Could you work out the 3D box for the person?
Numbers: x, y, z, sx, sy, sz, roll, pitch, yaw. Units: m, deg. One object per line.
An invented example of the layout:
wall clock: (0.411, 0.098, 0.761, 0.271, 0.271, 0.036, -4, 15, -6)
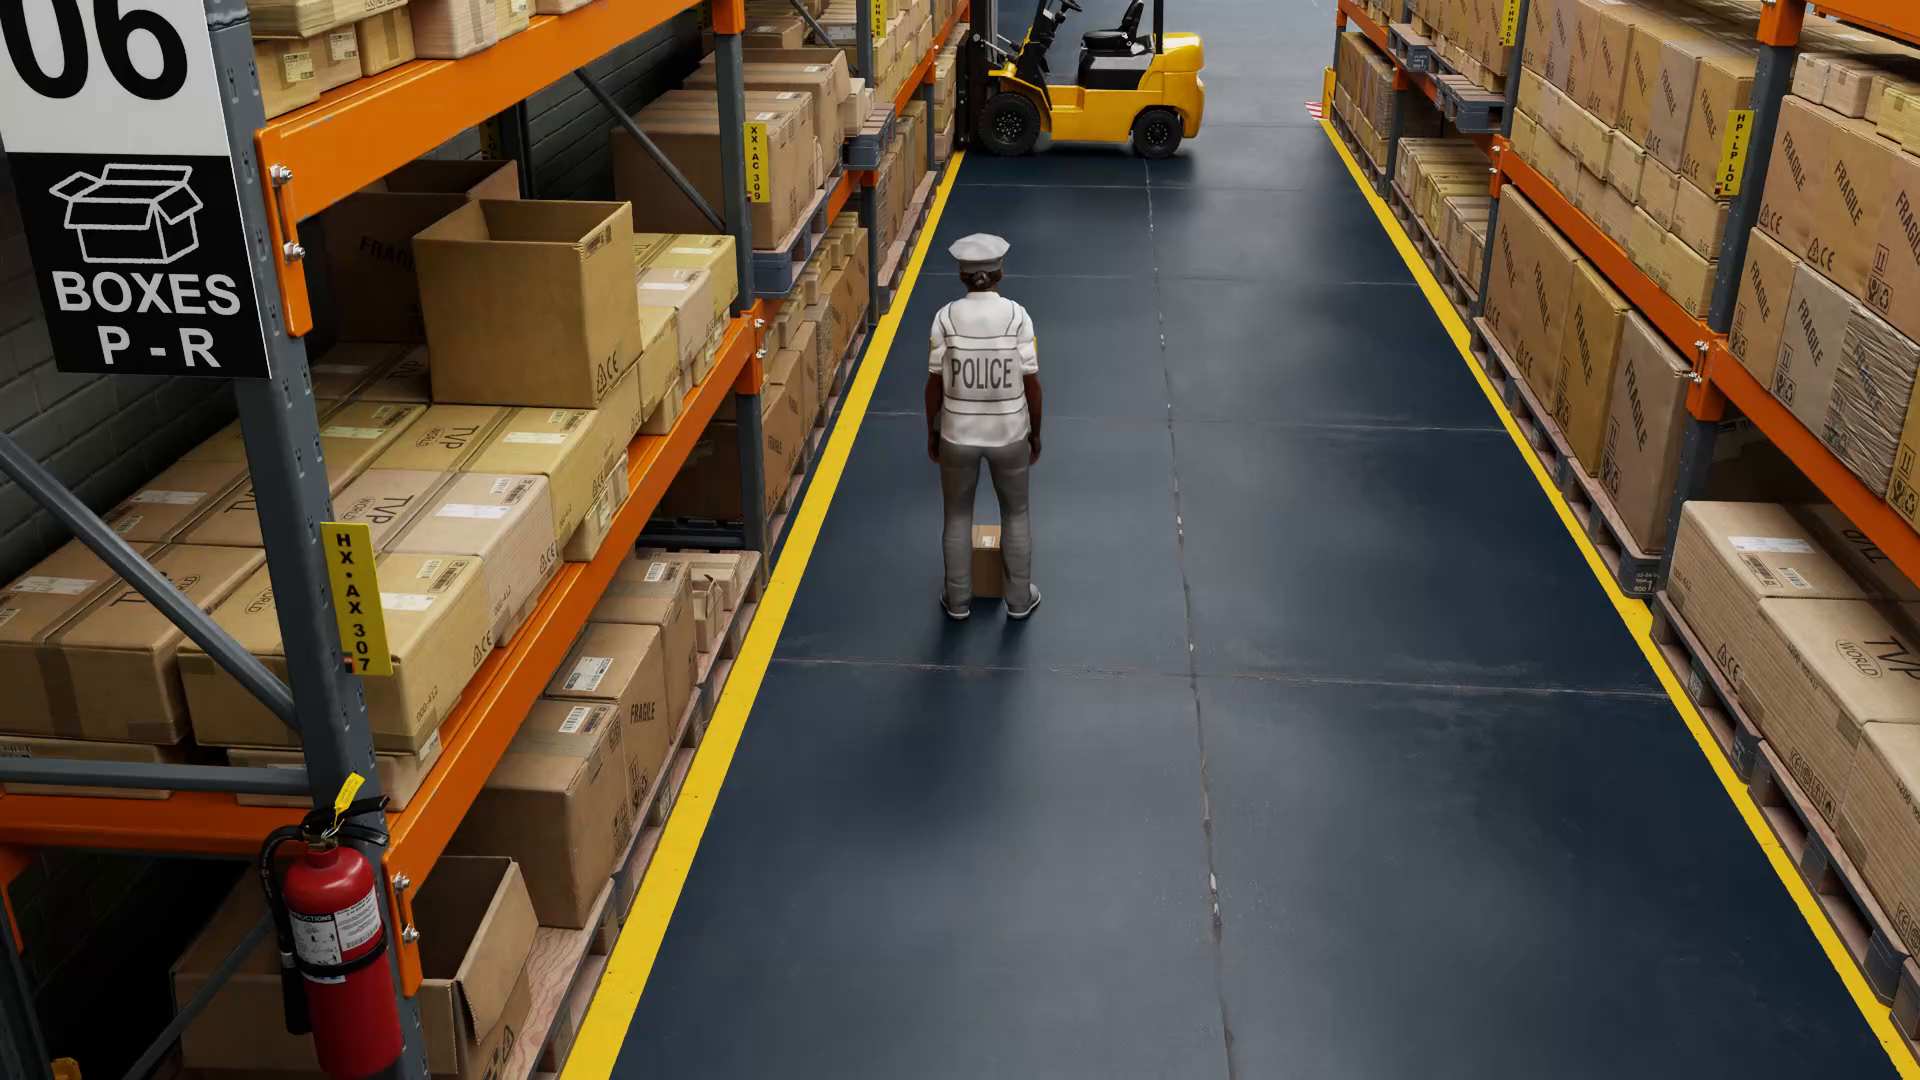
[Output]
person: (0.107, -0.443, 7.071, 0.505, 1.658, 0.395, 1, 25, 2)
